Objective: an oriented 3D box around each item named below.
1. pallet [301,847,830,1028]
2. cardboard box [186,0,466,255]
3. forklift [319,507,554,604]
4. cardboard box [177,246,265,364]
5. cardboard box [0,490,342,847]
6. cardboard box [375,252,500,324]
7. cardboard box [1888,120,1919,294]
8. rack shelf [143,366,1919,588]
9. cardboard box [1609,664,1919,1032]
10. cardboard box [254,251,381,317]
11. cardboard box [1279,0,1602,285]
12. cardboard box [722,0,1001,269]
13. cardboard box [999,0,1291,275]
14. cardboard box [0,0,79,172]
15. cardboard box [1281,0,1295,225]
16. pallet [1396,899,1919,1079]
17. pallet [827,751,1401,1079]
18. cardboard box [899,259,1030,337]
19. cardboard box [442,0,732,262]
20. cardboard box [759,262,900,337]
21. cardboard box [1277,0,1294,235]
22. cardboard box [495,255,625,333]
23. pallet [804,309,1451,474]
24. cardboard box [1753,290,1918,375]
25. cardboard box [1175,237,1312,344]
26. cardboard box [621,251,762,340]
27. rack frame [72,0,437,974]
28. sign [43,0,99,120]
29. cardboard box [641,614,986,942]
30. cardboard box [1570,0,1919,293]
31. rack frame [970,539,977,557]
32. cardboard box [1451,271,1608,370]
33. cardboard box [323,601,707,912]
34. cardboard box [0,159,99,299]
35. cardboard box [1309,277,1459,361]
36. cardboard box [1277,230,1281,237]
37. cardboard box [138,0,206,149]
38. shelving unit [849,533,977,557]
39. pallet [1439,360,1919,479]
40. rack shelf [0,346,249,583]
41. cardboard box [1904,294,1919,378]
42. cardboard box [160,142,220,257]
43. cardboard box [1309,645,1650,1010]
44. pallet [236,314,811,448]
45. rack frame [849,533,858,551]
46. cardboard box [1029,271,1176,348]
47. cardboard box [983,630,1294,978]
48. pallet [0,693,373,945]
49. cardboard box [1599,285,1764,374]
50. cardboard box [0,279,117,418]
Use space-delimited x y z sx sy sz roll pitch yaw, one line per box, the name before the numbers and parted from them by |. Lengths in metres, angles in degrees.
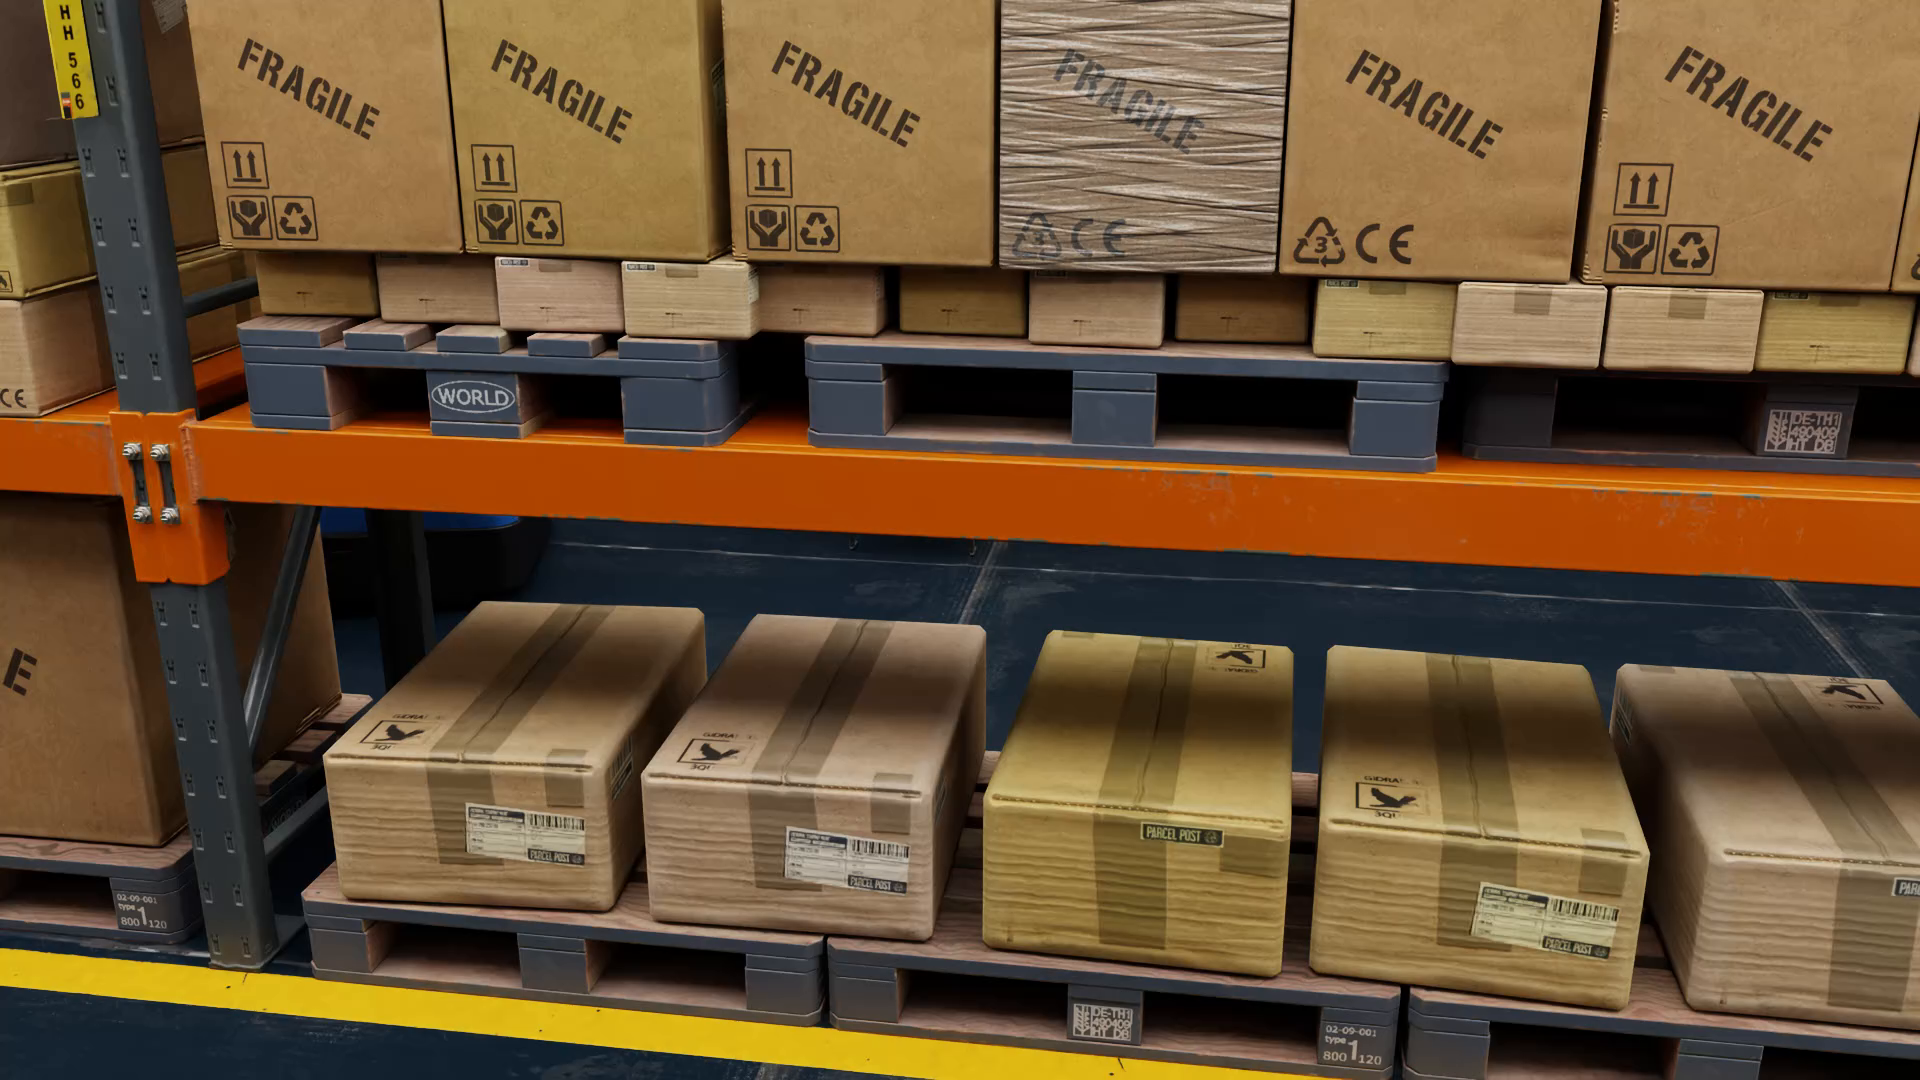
pallet | -0.820 0.777 4.147 1.213 0.211 1.003 3 19 9
cardboard box | -1.184 -0.877 3.410 0.500 0.500 0.500 2 19 7
forklift | -3.143 -1.253 5.928 3.031 2.935 1.130 -2 19 -6
cardboard box | -2.035 -0.617 4.157 0.500 0.250 0.500 3 19 8
cardboard box | -2.260 0.163 4.276 0.875 0.875 0.875 3 19 8
cardboard box | -1.026 -0.566 3.500 0.250 0.149 0.380 2 19 5
cardboard box | 1.865 -0.723 2.947 0.500 0.500 0.500 3 19 8
rack shelf | 0.383 -0.143 3.637 4.000 0.370 1.077 3 19 9
cardboard box | 1.840 0.638 3.649 0.625 0.372 0.950 3 19 9
cardboard box | -1.300 -0.590 3.574 0.250 0.149 0.380 2 19 5
cardboard box | 0.867 -0.775 3.104 0.500 0.500 0.500 4 19 11
cardboard box | -0.143 -0.829 3.264 0.500 0.500 0.500 3 19 10
cardboard box | 0.350 -0.801 3.182 0.500 0.500 0.500 2 19 7
cardboard box | -2.143 -1.051 3.482 0.500 0.500 0.500 2 19 7
cardboard box | 0.960 -0.939 3.593 0.500 0.500 0.500 3 19 8
pallet | 1.589 0.900 3.780 1.213 0.211 1.003 3 19 9
pallet | 0.381 0.839 3.962 1.213 0.211 1.003 3 19 9
cardboard box | 0.040 -0.527 3.386 0.250 0.149 0.380 4 19 11
cardboard box | -0.668 -0.853 3.338 0.500 0.500 0.500 4 19 11
cardboard box | -0.245 -0.529 3.392 0.250 0.149 0.380 4 19 12
cardboard box | 0.451 -0.961 3.661 0.500 0.500 0.500 2 19 6
cardboard box | -0.763 -0.537 3.416 0.250 0.149 0.380 2 19 5
pallet | 0.370 -0.407 3.595 1.213 0.211 1.003 3 19 9
cardboard box | 1.549 -0.422 3.070 0.250 0.149 0.380 2 19 7
cardboard box | 0.557 -0.504 3.317 0.250 0.149 0.380 2 19 7
cardboard box | -0.495 -0.517 3.355 0.250 0.149 0.380 3 19 9
rack frame | -1.591 -0.585 3.824 0.127 3.000 1.000 3 19 9
sign | -1.676 -0.960 3.120 0.005 0.325 0.100 3 19 9
cardboard box | -0.305 0.528 3.976 0.625 0.372 0.950 3 19 8
cardboard box | 1.376 -0.747 3.020 0.500 0.500 0.500 3 19 9
rack frame | 0.077 -0.992 6.458 0.015 2.100 0.400 3 19 9
cardboard box | 1.036 -0.435 3.111 0.250 0.149 0.380 3 19 9
cardboard box | -1.035 0.494 4.080 0.625 0.372 0.950 2 19 5
cardboard box | -2.110 -0.696 3.603 0.500 0.250 0.500 3 19 8
cardboard box | 0.801 -0.459 3.181 0.250 0.149 0.380 3 19 9
cardboard box | 0.834 -0.635 3.708 0.250 0.149 0.380 3 19 9
cardboard box | -2.040 -1.208 3.952 0.500 0.500 0.500 2 19 7
shelving unit | -0.163 -1.004 6.495 0.503 2.100 0.431 3 19 9
pallet | 1.626 -0.377 3.504 1.213 0.211 1.003 3 19 9
rack shelf | -3.566 -0.344 4.239 4.000 0.370 1.077 3 19 9
cardboard box | 1.806 -0.403 3.014 0.250 0.149 0.380 3 19 9
cardboard box | -2.053 -0.854 4.076 0.500 0.250 0.500 3 19 8
cardboard box | 1.129 0.603 3.754 0.625 0.372 0.950 4 19 12
pallet | -0.871 -0.491 3.847 1.003 0.211 1.213 3 19 9
rack frame | -0.404 -1.016 6.532 0.015 2.100 0.400 3 19 9
cardboard box | 0.288 -0.494 3.285 0.250 0.149 0.380 4 19 10
cardboard box | 0.443 0.568 3.857 0.625 0.372 0.950 4 19 10
pallet | -2.358 0.674 4.455 1.213 0.211 1.003 3 19 9
cardboard box | 1.288 -0.424 3.076 0.250 0.149 0.380 3 19 8
cardboard box | -2.132 -0.458 3.680 0.500 0.250 0.500 2 19 7
